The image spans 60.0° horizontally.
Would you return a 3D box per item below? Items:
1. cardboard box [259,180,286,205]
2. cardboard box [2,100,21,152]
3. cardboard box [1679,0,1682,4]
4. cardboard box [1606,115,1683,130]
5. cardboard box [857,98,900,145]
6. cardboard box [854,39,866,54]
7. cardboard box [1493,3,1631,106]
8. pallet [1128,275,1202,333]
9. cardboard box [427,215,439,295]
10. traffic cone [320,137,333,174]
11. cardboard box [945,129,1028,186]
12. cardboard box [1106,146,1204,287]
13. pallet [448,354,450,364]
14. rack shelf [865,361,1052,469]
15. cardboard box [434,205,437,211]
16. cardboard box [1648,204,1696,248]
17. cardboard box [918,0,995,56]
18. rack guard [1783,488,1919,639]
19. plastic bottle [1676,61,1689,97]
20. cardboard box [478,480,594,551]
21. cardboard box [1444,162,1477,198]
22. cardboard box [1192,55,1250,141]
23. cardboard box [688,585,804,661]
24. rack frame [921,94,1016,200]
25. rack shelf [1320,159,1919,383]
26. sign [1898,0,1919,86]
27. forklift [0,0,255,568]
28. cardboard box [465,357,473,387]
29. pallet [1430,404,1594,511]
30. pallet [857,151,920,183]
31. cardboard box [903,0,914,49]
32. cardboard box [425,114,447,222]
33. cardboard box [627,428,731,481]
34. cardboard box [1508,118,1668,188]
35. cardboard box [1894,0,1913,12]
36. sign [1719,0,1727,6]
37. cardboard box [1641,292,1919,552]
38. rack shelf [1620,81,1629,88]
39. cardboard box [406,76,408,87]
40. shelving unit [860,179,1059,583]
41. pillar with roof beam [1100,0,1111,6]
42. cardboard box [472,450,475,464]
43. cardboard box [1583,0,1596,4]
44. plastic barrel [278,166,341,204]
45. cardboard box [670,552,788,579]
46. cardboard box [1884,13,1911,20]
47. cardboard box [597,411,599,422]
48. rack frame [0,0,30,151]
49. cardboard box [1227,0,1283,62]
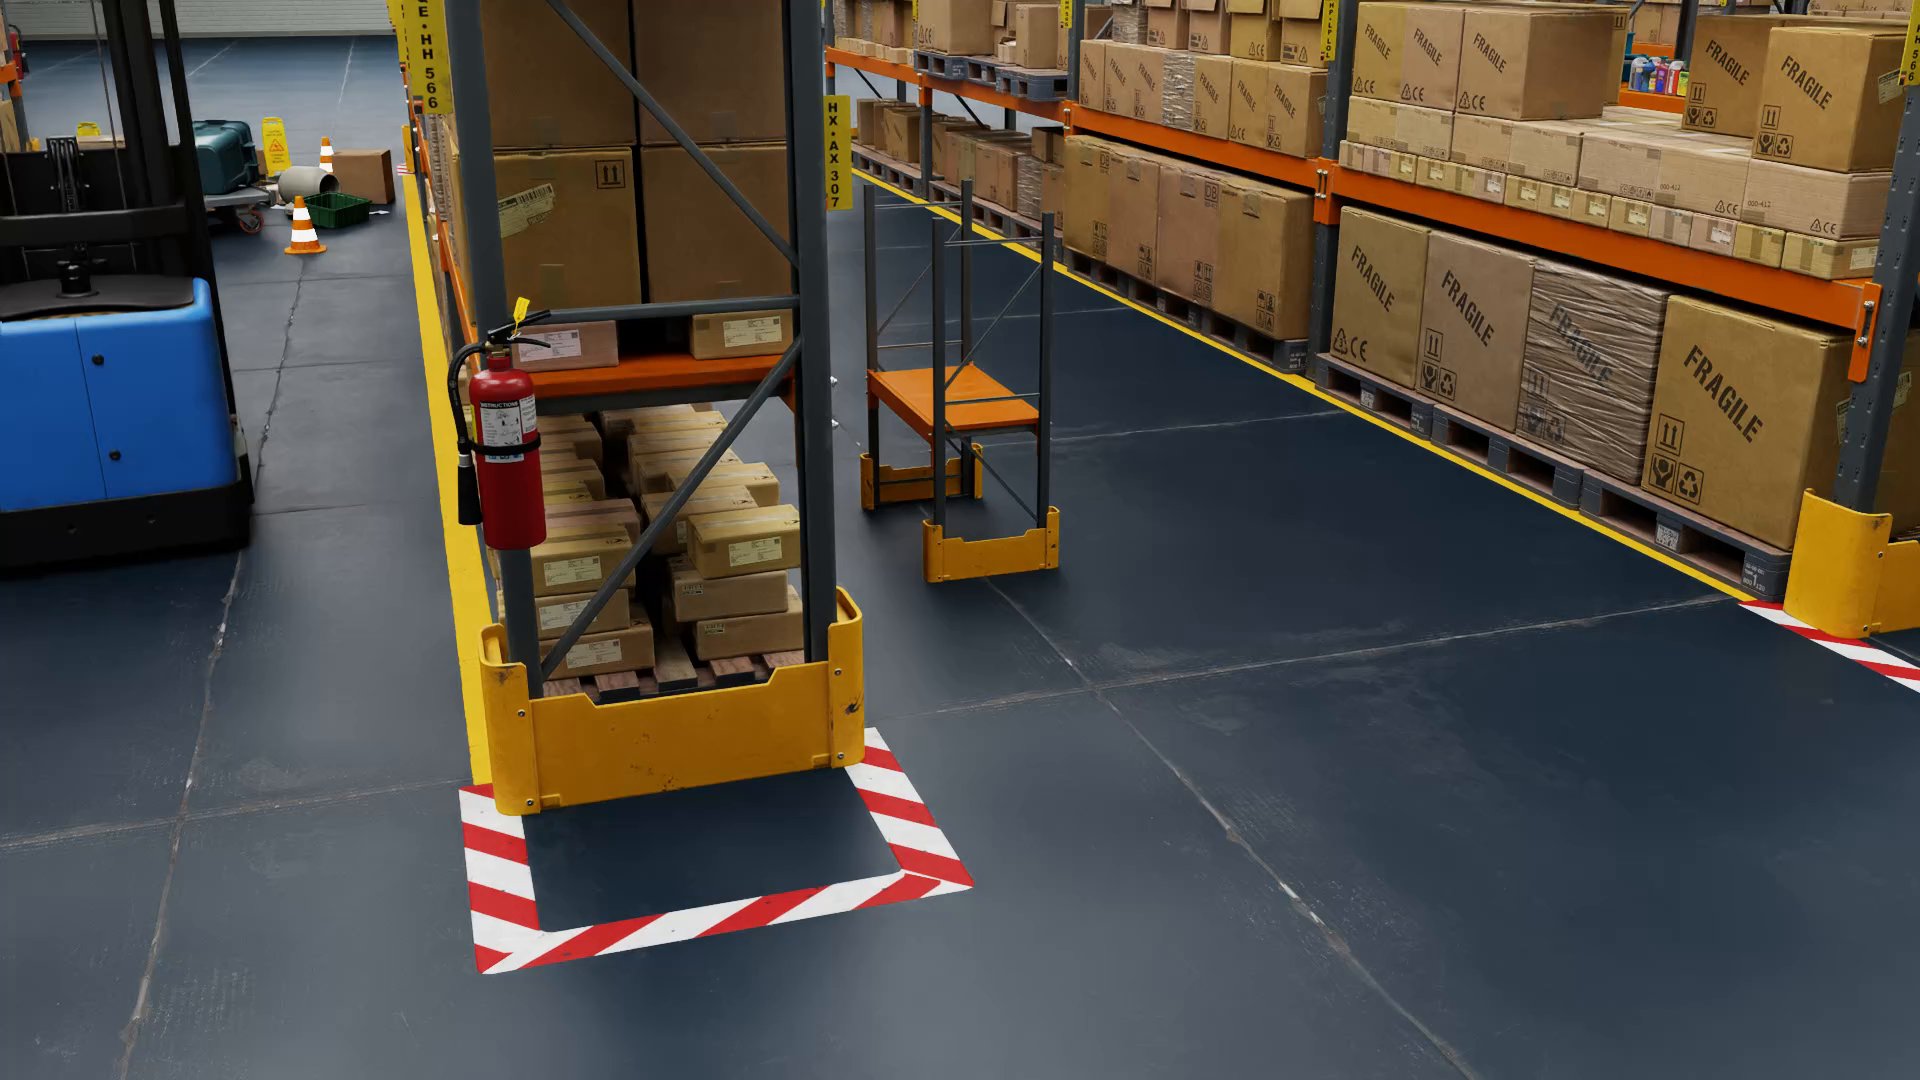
[{"bbox_3d":[-6.939,-3.576,16.981,0.396,0.266,0.258,-3,20,-8],"label":"cardboard box"},{"bbox_3d":[-10.076,-4.260,17.175,0.500,0.500,0.500,-6,21,-17],"label":"cardboard box"},{"bbox_3d":[9.046,-6.633,20.339,0.380,0.149,0.250,-7,21,-19],"label":"cardboard box"},{"bbox_3d":[3.474,-1.898,8.044,0.500,0.250,0.500,-7,21,-18],"label":"cardboard box"},{"bbox_3d":[-0.987,-5.104,20.267,0.500,0.500,0.500,-3,20,-7],"label":"cardboard box"},{"bbox_3d":[-1.009,-5.727,19.296,0.380,0.149,0.250,-6,21,-17],"label":"cardboard box"},{"bbox_3d":[3.156,-2.576,8.825,0.500,0.500,0.500,-6,21,-17],"label":"cardboard box"},{"bbox_3d":[1.903,-1.754,11.987,1.003,0.211,1.213,-6,21,-17],"label":"pallet"},{"bbox_3d":[-3.413,-1.991,11.598,0.500,0.500,0.500,-7,21,-20],"label":"cardboard box"},{"bbox_3d":[-7.089,-4.276,18.636,0.336,0.463,0.334,-6,21,-17],"label":"traffic cone"},{"bbox_3d":[0.262,-3.833,16.698,0.700,0.500,0.500,-8,21,-21],"label":"cardboard box"},{"bbox_3d":[1.817,-2.405,12.197,1.225,0.875,0.875,-6,21,-17],"label":"cardboard box"},{"bbox_3d":[-2.382,-0.877,9.547,1.003,0.211,1.213,-6,21,-17],"label":"pallet"},{"bbox_3d":[-0.027,-0.564,7.300,0.538,0.185,1.000,-6,21,-17],"label":"rack shelf"},{"bbox_3d":[-2.358,-1.696,8.073,0.380,0.149,0.250,-6,21,-15],"label":"cardboard box"},{"bbox_3d":[3.198,-1.356,7.127,0.380,0.149,0.250,-6,21,-16],"label":"cardboard box"},{"bbox_3d":[0.207,-5.212,15.981,1.000,1.000,1.000,-6,21,-17],"label":"cardboard box"},{"bbox_3d":[3.869,0.033,6.584,1.175,0.500,0.348,-6,21,-17],"label":"rack guard"},{"bbox_3d":[6.022,-3.820,13.787,0.061,0.283,0.133,-6,21,-17],"label":"plastic bottle"},{"bbox_3d":[-1.512,-0.091,5.950,0.380,0.149,0.250,-7,21,-18],"label":"cardboard box"},{"bbox_3d":[2.712,-1.851,8.504,0.380,0.149,0.250,-7,21,-18],"label":"cardboard box"},{"bbox_3d":[1.878,-2.929,10.986,0.500,0.500,0.500,-7,21,-18],"label":"cardboard box"},{"bbox_3d":[-0.740,0.286,5.780,0.380,0.149,0.250,-6,21,-16],"label":"cardboard box"},{"bbox_3d":[0.090,-5.002,16.904,1.000,3.000,0.127,-6,21,-17],"label":"rack frame"},{"bbox_3d":[3.233,-1.454,8.092,1.077,0.370,4.000,-6,21,-17],"label":"rack shelf"},{"bbox_3d":[3.342,-1.754,5.799,0.100,0.325,0.005,-6,21,-17],"label":"sign"},{"bbox_3d":[-4.188,-1.720,7.871,1.130,2.935,3.031,-9,21,-23],"label":"forklift"},{"bbox_3d":[-2.194,-0.849,8.058,0.380,0.149,0.250,-5,20,-15],"label":"cardboard box"},{"bbox_3d":[3.156,-0.478,8.434,1.003,0.211,1.213,-6,21,-17],"label":"pallet"},{"bbox_3d":[-0.542,-4.293,19.057,1.003,0.211,1.213,-6,21,-17],"label":"pallet"},{"bbox_3d":[-0.117,-5.504,17.715,0.875,0.500,0.500,-6,21,-17],"label":"cardboard box"},{"bbox_3d":[-1.933,-1.618,6.895,0.500,0.500,0.500,-7,21,-18],"label":"cardboard box"},{"bbox_3d":[-1.114,-0.327,6.607,0.380,0.149,0.250,-6,20,-15],"label":"cardboard box"},{"bbox_3d":[2.970,-1.840,7.885,0.500,0.250,0.500,-6,21,-17],"label":"cardboard box"},{"bbox_3d":[13.280,-7.480,22.888,0.500,0.500,0.500,-6,21,-16],"label":"cardboard box"},{"bbox_3d":[8.969,-6.438,19.506,0.100,0.325,0.005,-6,21,-17],"label":"sign"},{"bbox_3d":[3.584,-0.545,7.019,0.875,0.875,0.875,-6,21,-17],"label":"cardboard box"},{"bbox_3d":[5.420,-4.548,16.704,1.077,0.370,4.000,-6,21,-17],"label":"rack shelf"},{"bbox_3d":[-4.741,-4.357,14.961,0.500,0.500,0.500,-6,21,-17],"label":"cardboard box"},{"bbox_3d":[-0.024,-0.730,7.231,0.587,1.500,1.083,-6,21,-17],"label":"shelving unit"},{"bbox_3d":[0.464,-19.725,49.020,9.100,9.000,0.400,-6,21,-17],"label":"pillar with roof beam"},{"bbox_3d":[-1.832,-0.292,6.949,0.380,0.149,0.250,-6,21,-17],"label":"cardboard box"},{"bbox_3d":[8.693,-6.905,22.054,0.700,0.500,0.500,-6,21,-17],"label":"cardboard box"},{"bbox_3d":[-6.463,-3.496,16.523,0.512,0.421,0.421,8,21,20],"label":"plastic barrel"},{"bbox_3d":[-0.832,0.059,5.972,0.380,0.149,0.250,-6,21,-17],"label":"cardboard box"},{"bbox_3d":[10.209,-5.353,17.735,0.500,0.500,0.500,-8,21,-20],"label":"cardboard box"},{"bbox_3d":[-1.453,-0.528,7.606,0.380,0.149,0.250,-6,21,-16],"label":"cardboard box"},{"bbox_3d":[-10.575,-5.232,17.547,1.000,3.000,0.127,-6,21,-17],"label":"rack frame"},{"bbox_3d":[2.191,-3.379,10.755,0.797,0.503,0.637,-6,21,-17],"label":"cardboard box"}]
